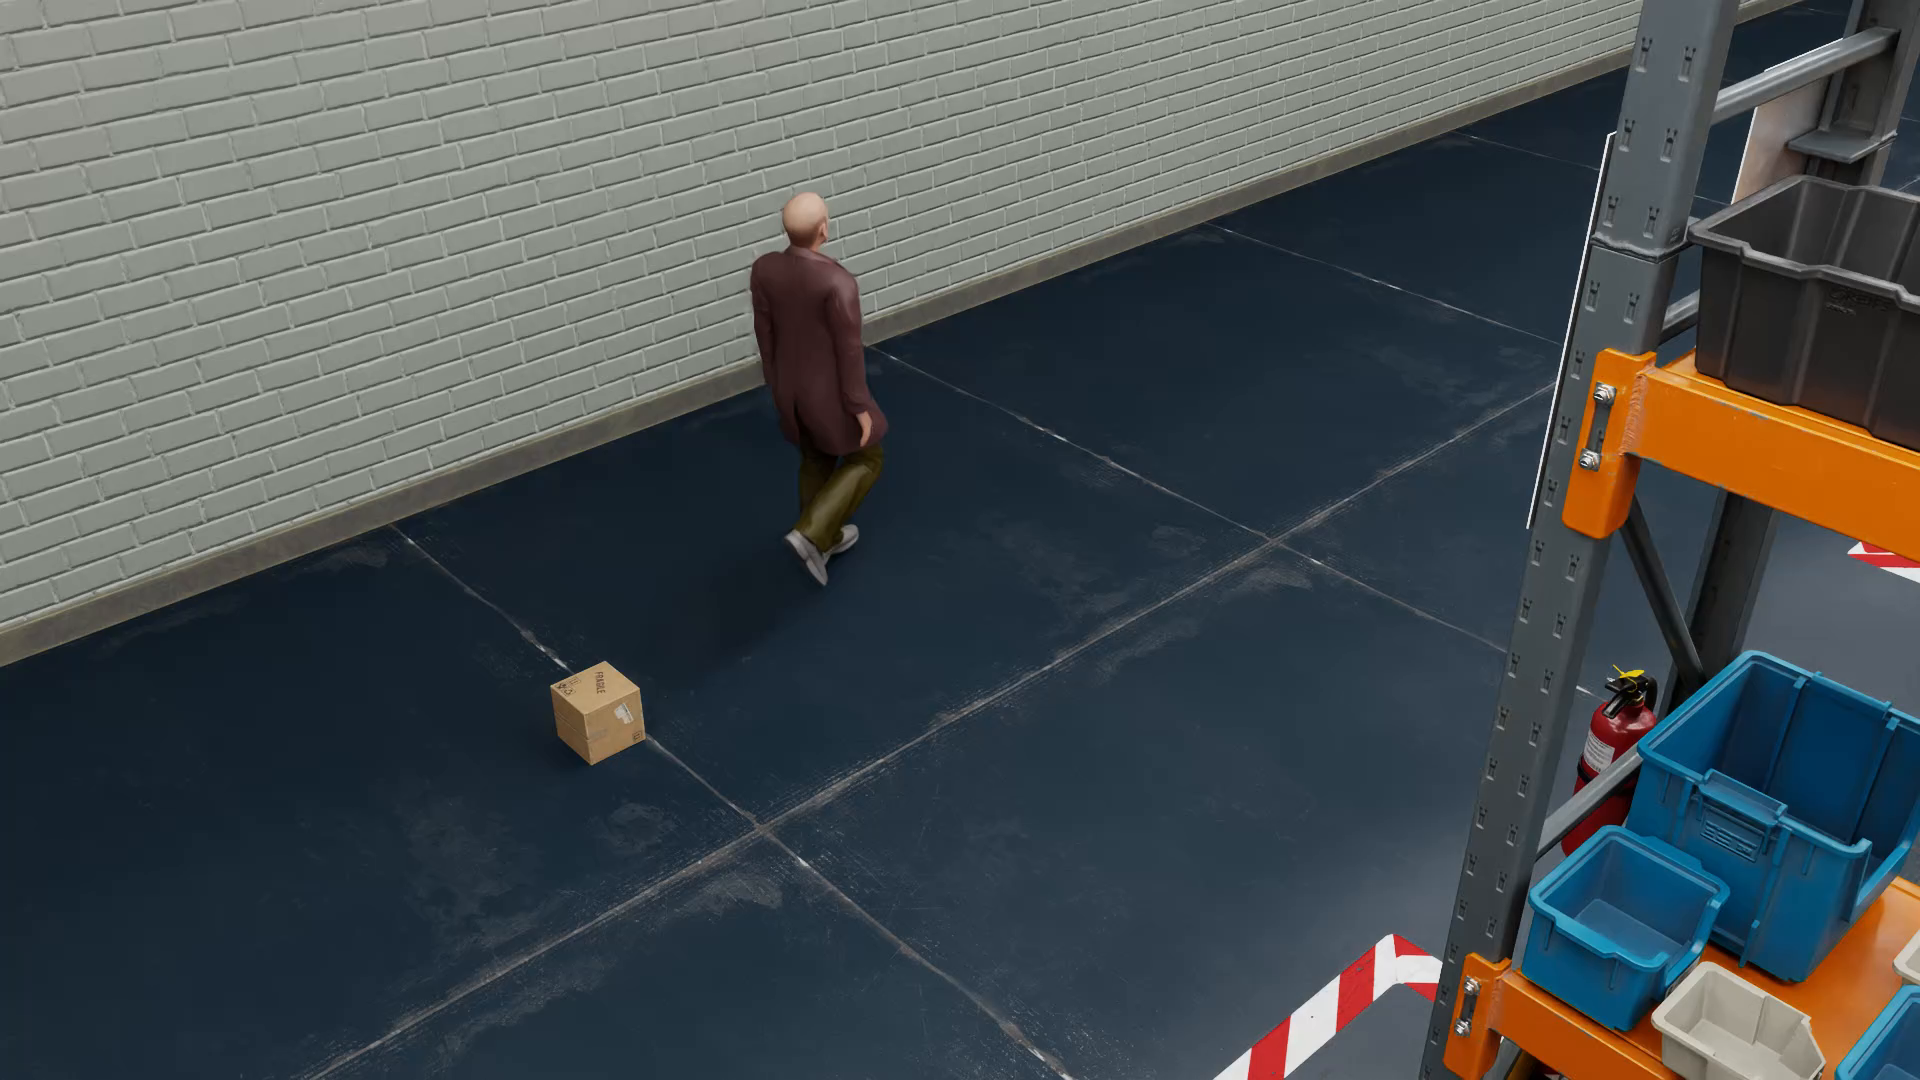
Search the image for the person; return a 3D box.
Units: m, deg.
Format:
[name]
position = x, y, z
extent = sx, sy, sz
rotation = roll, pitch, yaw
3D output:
[person]
position = -0.625, -0.621, 7.115
extent = 0.604, 1.767, 0.638
rotation = 20, 37, 29
